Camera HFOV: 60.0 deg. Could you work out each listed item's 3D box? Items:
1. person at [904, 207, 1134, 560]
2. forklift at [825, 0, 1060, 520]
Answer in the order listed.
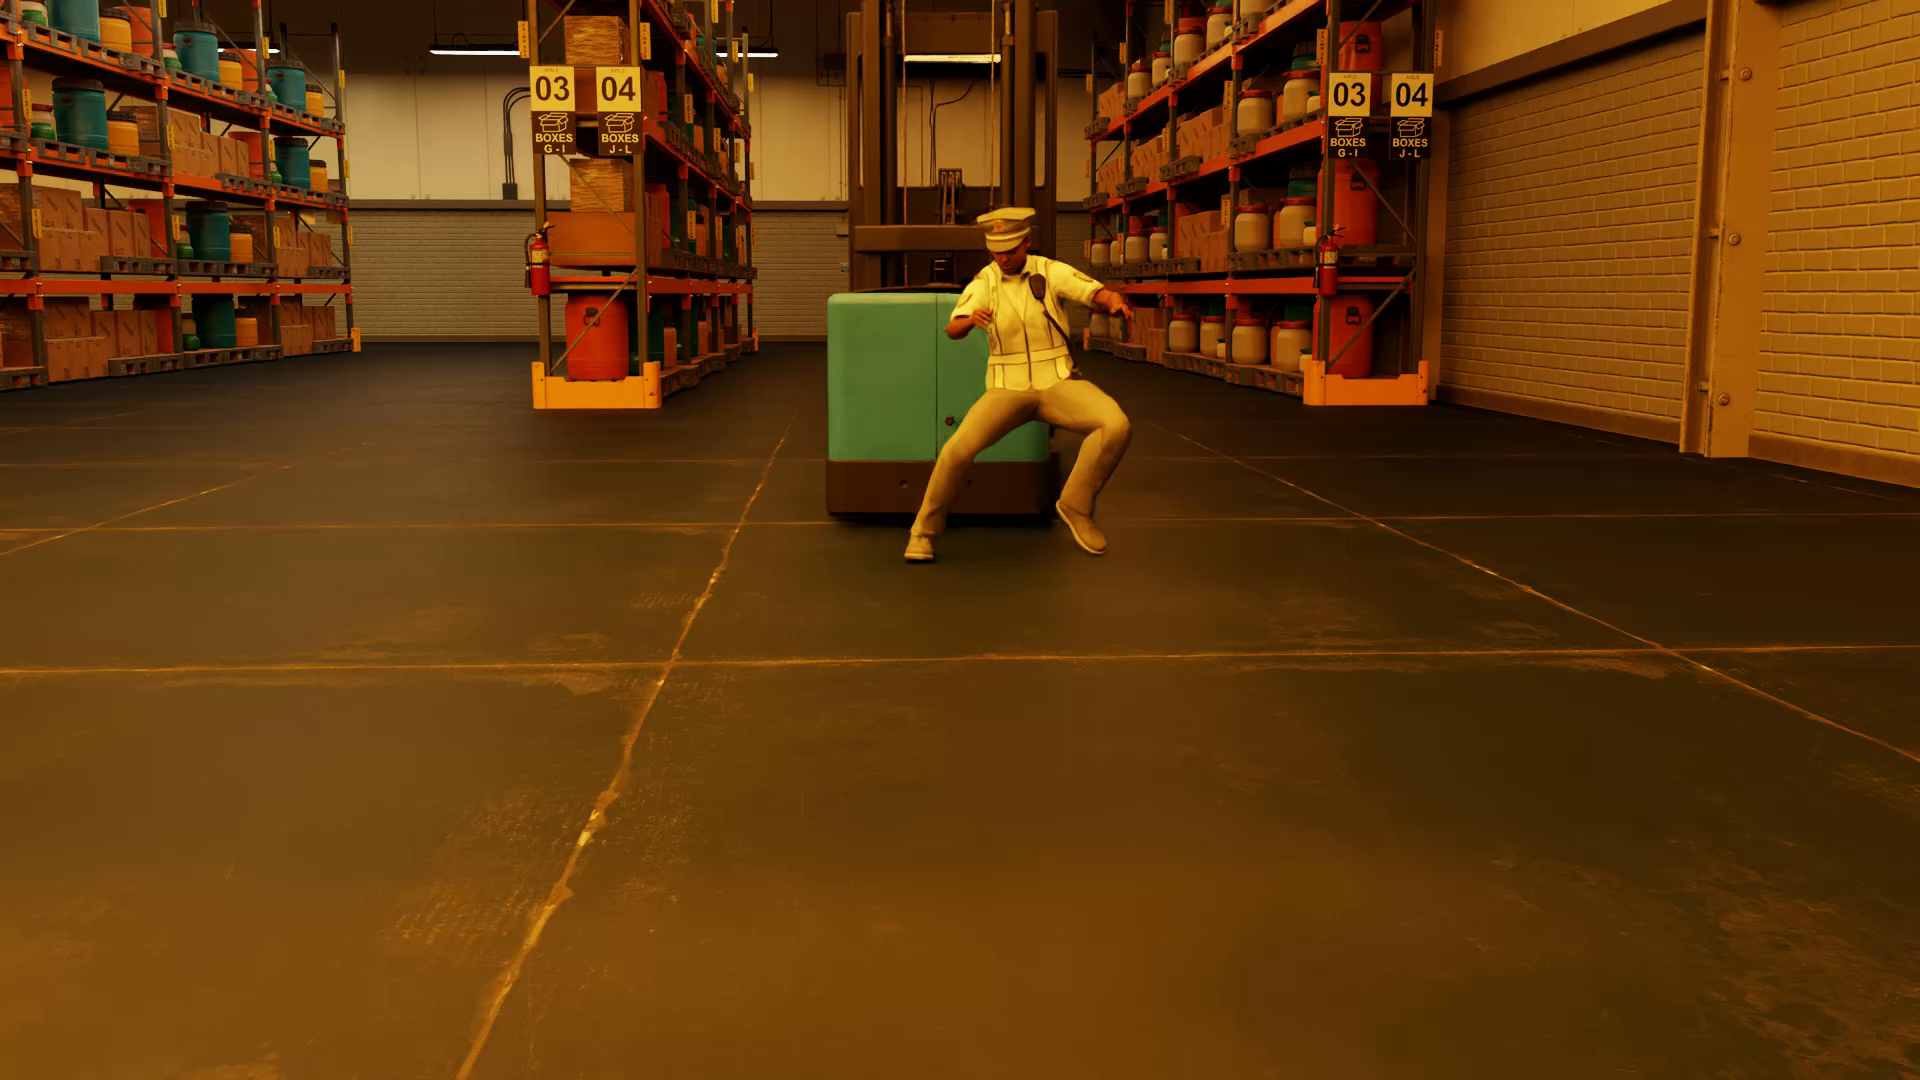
[{"bbox_3d":[0.241,-0.630,6.708,0.916,1.415,0.749,1,8,6],"label":"person"},{"bbox_3d":[-0.025,-1.723,8.935,1.130,2.935,3.031,0,8,3],"label":"forklift"}]
